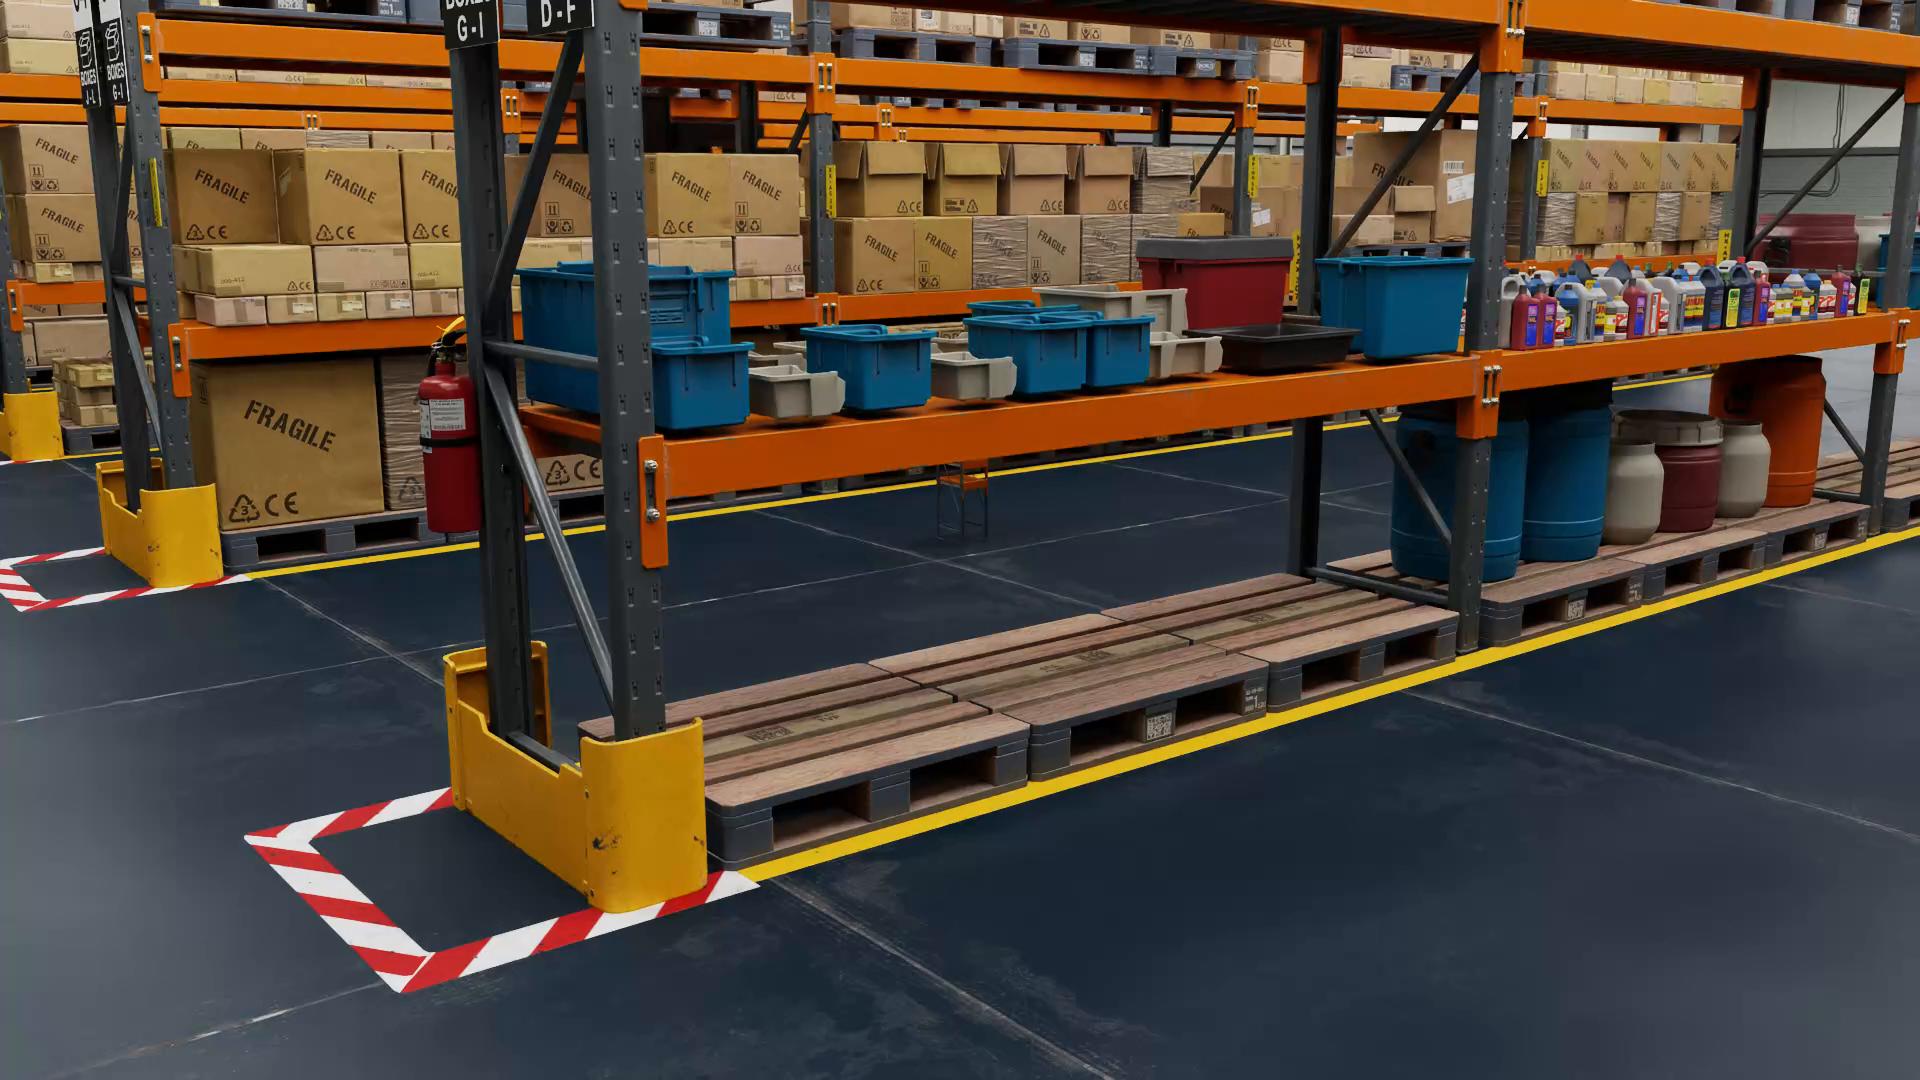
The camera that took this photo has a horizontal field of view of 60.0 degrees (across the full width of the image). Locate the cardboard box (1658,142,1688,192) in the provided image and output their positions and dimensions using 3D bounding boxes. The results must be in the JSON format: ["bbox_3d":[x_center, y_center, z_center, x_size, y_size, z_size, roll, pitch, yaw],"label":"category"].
[{"bbox_3d":[7.144,-3.854,17.192,0.500,0.500,0.500,-9,15,-38],"label":"cardboard box"}]

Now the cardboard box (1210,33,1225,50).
[{"bbox_3d":[2.167,-4.237,13.696,0.500,0.500,0.500,-9,15,-36],"label":"cardboard box"}]

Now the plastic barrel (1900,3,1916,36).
[{"bbox_3d":[5.479,-3.083,9.436,0.421,0.512,0.421,0,12,0],"label":"plastic barrel"}]

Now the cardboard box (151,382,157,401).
[{"bbox_3d":[-6.361,-1.209,13.236,0.250,0.149,0.380,-9,15,-37],"label":"cardboard box"}]

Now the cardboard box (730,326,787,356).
[{"bbox_3d":[-1.738,-0.948,10.977,0.875,0.875,0.875,-9,15,-38],"label":"cardboard box"}]

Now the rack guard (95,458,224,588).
[{"bbox_3d":[-4.315,-0.110,8.943,0.348,0.500,1.175,-9,15,-38],"label":"rack guard"}]

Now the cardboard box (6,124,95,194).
[{"bbox_3d":[-6.799,-2.852,12.475,0.500,0.500,0.500,-10,15,-38],"label":"cardboard box"}]

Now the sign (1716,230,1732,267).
[{"bbox_3d":[4.696,-1.739,10.203,0.005,0.325,0.100,-9,15,-38],"label":"sign"}]

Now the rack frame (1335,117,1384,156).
[{"bbox_3d":[5.178,-4.230,22.326,0.127,3.000,1.000,-9,15,-38],"label":"rack frame"}]

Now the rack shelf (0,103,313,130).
[{"bbox_3d":[-8.925,-4.318,17.253,4.000,0.370,1.077,-9,15,-38],"label":"rack shelf"}]

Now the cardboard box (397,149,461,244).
[{"bbox_3d":[-2.961,-1.926,9.319,0.500,0.500,0.500,-10,16,-39],"label":"cardboard box"}]

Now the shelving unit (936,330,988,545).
[{"bbox_3d":[0.011,-0.589,9.513,0.189,1.200,0.258,-9,15,-38],"label":"shelving unit"}]

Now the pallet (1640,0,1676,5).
[{"bbox_3d":[2.473,-2.544,7.621,1.003,0.211,1.213,-9,15,-38],"label":"pallet"}]

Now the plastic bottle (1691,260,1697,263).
[{"bbox_3d":[4.220,-1.475,9.632,0.133,0.283,0.061,-9,15,-38],"label":"plastic bottle"}]

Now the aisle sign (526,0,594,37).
[{"bbox_3d":[-1.072,-1.747,4.374,0.004,0.787,0.394,-9,15,-38],"label":"aisle sign"}]

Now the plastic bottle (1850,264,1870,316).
[{"bbox_3d":[4.996,-1.392,9.243,0.133,0.283,0.061,-9,15,-38],"label":"plastic bottle"}]

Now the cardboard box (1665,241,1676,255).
[{"bbox_3d":[7.320,-3.090,17.563,0.250,0.149,0.380,-9,15,-38],"label":"cardboard box"}]

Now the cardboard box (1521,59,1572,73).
[{"bbox_3d":[5.521,-4.474,15.657,0.250,0.149,0.380,-10,16,-39],"label":"cardboard box"}]

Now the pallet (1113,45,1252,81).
[{"bbox_3d":[1.481,-3.657,12.861,1.003,0.211,1.213,-9,15,-35],"label":"pallet"}]

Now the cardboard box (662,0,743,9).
[{"bbox_3d":[-1.746,-3.514,10.243,0.500,0.500,0.700,-11,16,-41],"label":"cardboard box"}]

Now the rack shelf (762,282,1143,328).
[{"bbox_3d":[0.389,-1.763,12.440,4.000,0.370,1.077,-9,15,-38],"label":"rack shelf"}]

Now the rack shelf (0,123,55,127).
[{"bbox_3d":[-12.029,-5.123,21.042,4.000,0.370,1.077,-9,15,-38],"label":"rack shelf"}]

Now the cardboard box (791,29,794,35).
[{"bbox_3d":[-1.613,-4.919,16.265,0.258,0.266,0.396,-9,15,-38],"label":"cardboard box"}]

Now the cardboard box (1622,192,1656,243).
[{"bbox_3d":[6.621,-3.334,17.153,0.500,0.500,0.875,-9,15,-38],"label":"cardboard box"}]

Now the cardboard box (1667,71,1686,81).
[{"bbox_3d":[7.156,-4.747,16.941,0.250,0.149,0.380,-10,16,-40],"label":"cardboard box"}]

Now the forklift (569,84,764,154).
[{"bbox_3d":[-2.248,-2.339,13.588,3.031,2.935,1.130,-10,16,-40],"label":"forklift"}]

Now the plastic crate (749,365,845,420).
[{"bbox_3d":[-0.501,-0.440,4.968,0.298,0.136,0.250,-9,15,-38],"label":"plastic crate"}]

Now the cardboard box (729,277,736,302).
[{"bbox_3d":[-1.607,-1.573,10.418,0.250,0.149,0.380,-10,15,-39],"label":"cardboard box"}]

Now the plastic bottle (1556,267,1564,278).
[{"bbox_3d":[3.145,-1.296,8.791,0.133,0.283,0.061,-9,15,-38],"label":"plastic bottle"}]

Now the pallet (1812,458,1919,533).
[{"bbox_3d":[5.674,-0.301,10.537,1.213,0.211,1.003,-9,15,-38],"label":"pallet"}]

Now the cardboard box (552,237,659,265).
[{"bbox_3d":[-2.154,-1.693,10.027,0.500,0.250,0.500,-9,15,-37],"label":"cardboard box"}]

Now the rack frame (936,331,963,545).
[{"bbox_3d":[-0.060,-0.577,9.457,0.006,1.200,0.240,-9,15,-38],"label":"rack frame"}]

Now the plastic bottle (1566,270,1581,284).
[{"bbox_3d":[3.208,-1.280,8.743,0.097,0.271,0.097,0,12,0],"label":"plastic bottle"}]

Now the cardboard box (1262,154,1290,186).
[{"bbox_3d":[3.638,-4.562,20.933,0.500,0.550,0.875,-9,15,-38],"label":"cardboard box"}]

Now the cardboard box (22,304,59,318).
[{"bbox_3d":[-11.887,-2.951,21.314,0.500,0.500,0.500,-9,15,-37],"label":"cardboard box"}]

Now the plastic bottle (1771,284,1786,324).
[{"bbox_3d":[4.258,-1.234,8.697,0.097,0.201,0.097,0,12,0],"label":"plastic bottle"}]

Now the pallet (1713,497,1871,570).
[{"bbox_3d":[4.456,-0.098,9.580,1.213,0.211,1.003,-9,15,-38],"label":"pallet"}]

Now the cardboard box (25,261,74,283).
[{"bbox_3d":[-6.858,-2.019,12.522,0.250,0.149,0.380,-10,15,-38],"label":"cardboard box"}]

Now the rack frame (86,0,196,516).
[{"bbox_3d":[-4.296,-1.336,8.698,0.127,3.000,1.000,-9,15,-38],"label":"rack frame"}]

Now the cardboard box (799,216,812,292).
[{"bbox_3d":[-0.978,-2.009,11.627,0.500,0.500,0.500,-9,15,-37],"label":"cardboard box"}]

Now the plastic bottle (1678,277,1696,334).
[{"bbox_3d":[3.533,-1.148,8.122,0.097,0.271,0.097,0,12,0],"label":"plastic bottle"}]

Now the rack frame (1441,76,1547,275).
[{"bbox_3d":[5.075,-2.893,16.031,0.127,3.000,1.000,-9,15,-38],"label":"rack frame"}]

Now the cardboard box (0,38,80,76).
[{"bbox_3d":[-6.805,-3.564,12.332,0.500,0.250,0.500,-9,15,-36],"label":"cardboard box"}]

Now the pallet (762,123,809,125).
[{"bbox_3d":[-2.473,-5.678,22.377,1.003,0.211,1.213,-9,15,-38],"label":"pallet"}]

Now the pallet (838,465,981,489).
[{"bbox_3d":[-0.617,-0.603,11.961,1.213,0.211,1.003,-9,15,-38],"label":"pallet"}]

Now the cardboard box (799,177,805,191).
[{"bbox_3d":[-2.127,-4.672,22.444,0.500,0.500,0.500,-9,15,-36],"label":"cardboard box"}]

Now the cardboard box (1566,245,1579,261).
[{"bbox_3d":[5.812,-2.816,16.276,0.250,0.149,0.380,-9,15,-38],"label":"cardboard box"}]

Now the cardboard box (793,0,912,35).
[{"bbox_3d":[-0.726,-3.653,11.139,0.500,0.500,0.700,-9,15,-36],"label":"cardboard box"}]

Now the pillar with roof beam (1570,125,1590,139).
[{"bbox_3d":[19.227,-11.230,40.852,0.548,9.000,9.100,-9,15,-38],"label":"pillar with roof beam"}]

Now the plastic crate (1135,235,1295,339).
[{"bbox_3d":[1.068,-1.037,6.992,0.583,0.464,0.402,-9,15,-38],"label":"plastic crate"}]

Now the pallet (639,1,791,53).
[{"bbox_3d":[-1.818,-3.174,10.348,1.213,0.211,1.003,-9,15,-38],"label":"pallet"}]

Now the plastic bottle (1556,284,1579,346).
[{"bbox_3d":[2.733,-1.015,7.496,0.097,0.271,0.097,0,12,0],"label":"plastic bottle"}]

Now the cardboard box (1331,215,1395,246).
[{"bbox_3d":[3.403,-2.686,14.407,0.500,0.250,0.500,-10,16,-39],"label":"cardboard box"}]

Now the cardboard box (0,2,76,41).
[{"bbox_3d":[-6.803,-3.808,12.277,0.500,0.250,0.500,-9,15,-37],"label":"cardboard box"}]
